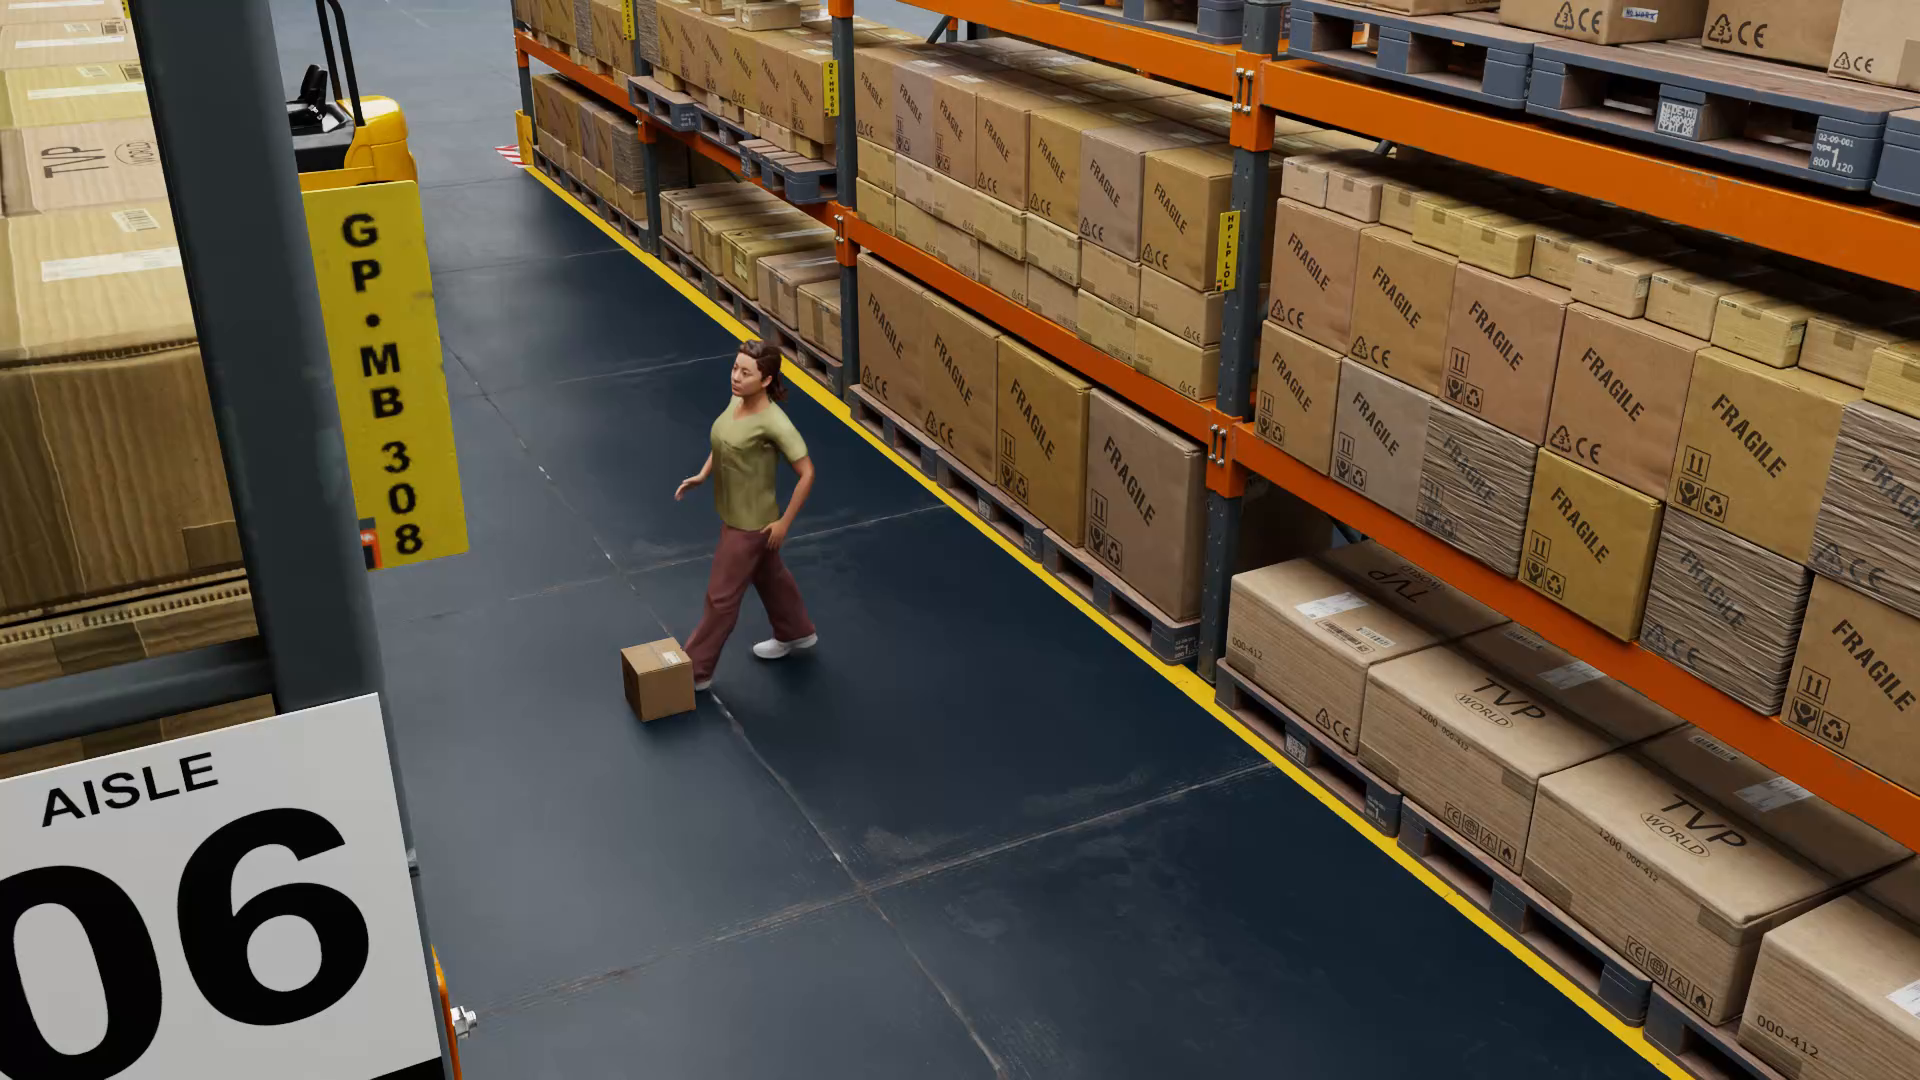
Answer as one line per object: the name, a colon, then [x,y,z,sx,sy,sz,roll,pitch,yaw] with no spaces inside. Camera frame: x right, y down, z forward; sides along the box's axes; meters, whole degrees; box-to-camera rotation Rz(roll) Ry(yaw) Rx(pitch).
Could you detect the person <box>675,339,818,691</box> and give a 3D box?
person: [-1.025,-0.090,7.302,0.868,1.645,0.551,-10,27,-19]
